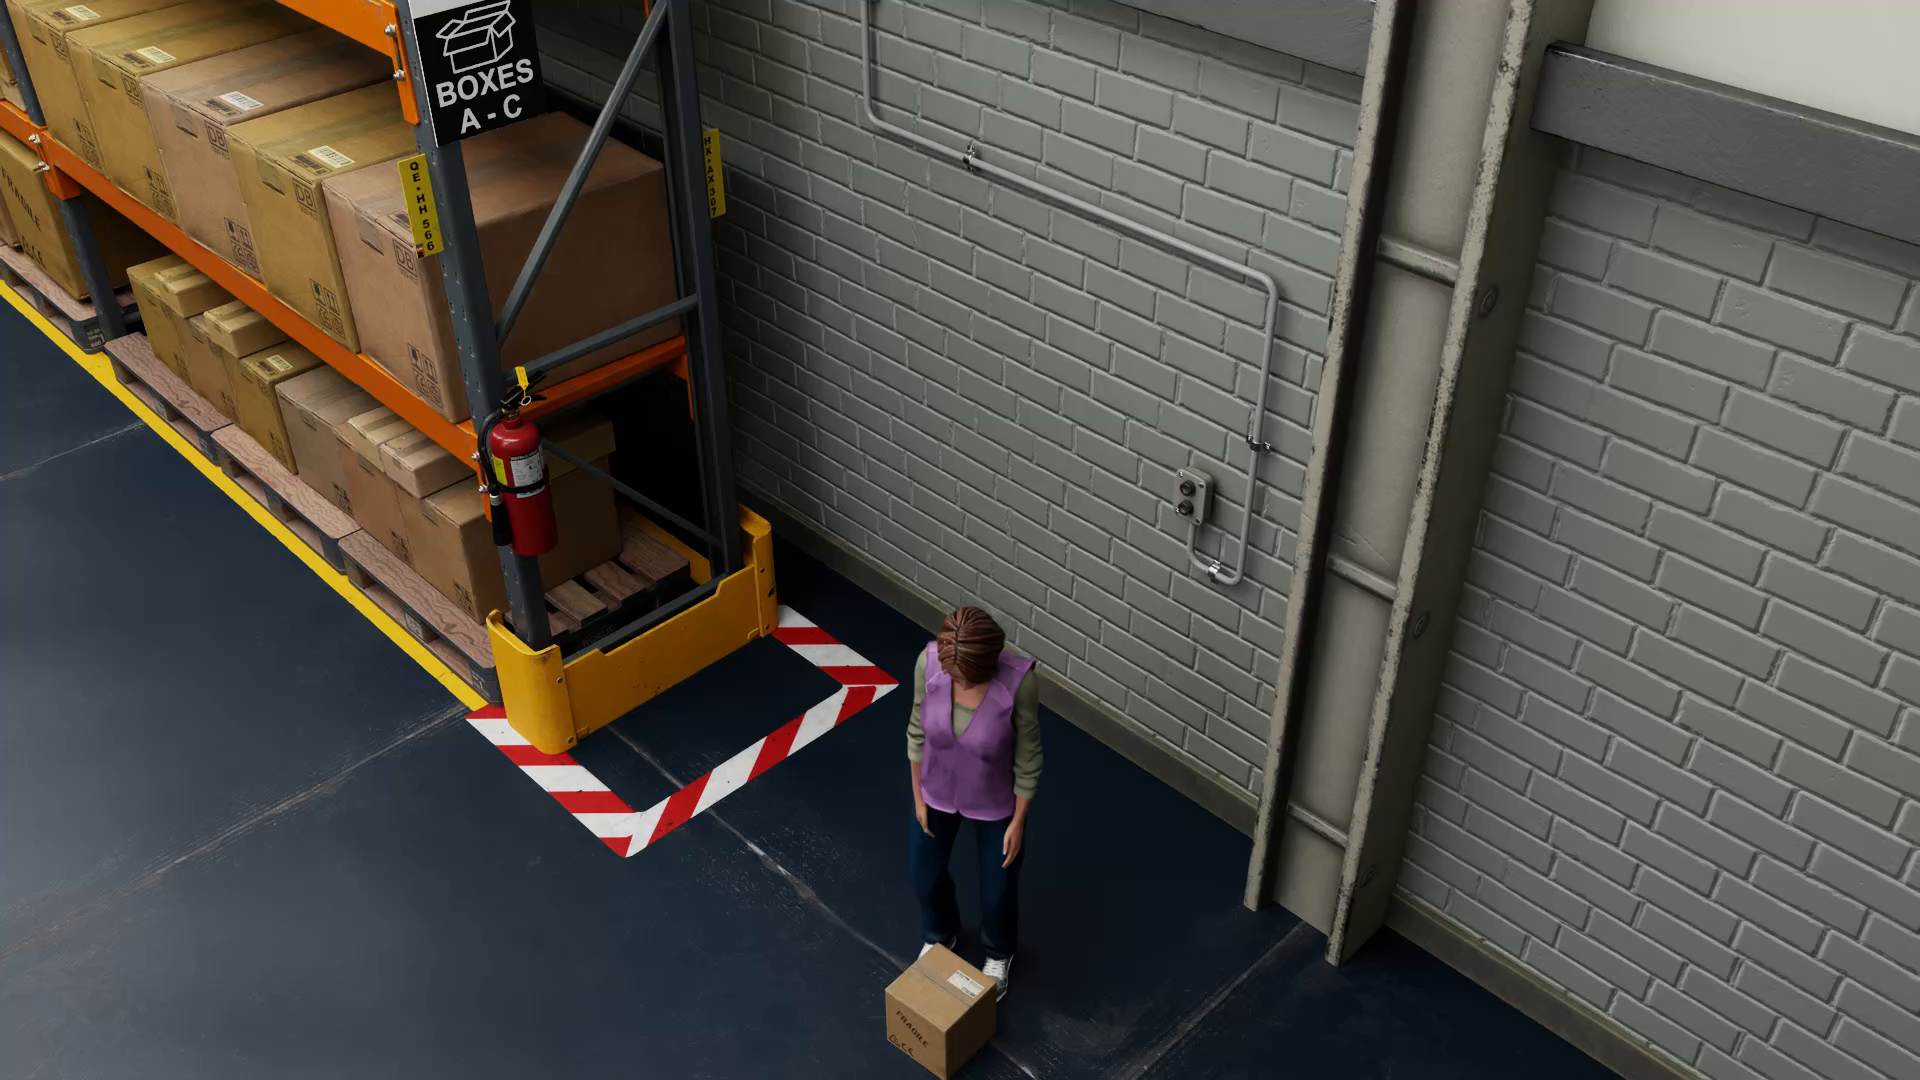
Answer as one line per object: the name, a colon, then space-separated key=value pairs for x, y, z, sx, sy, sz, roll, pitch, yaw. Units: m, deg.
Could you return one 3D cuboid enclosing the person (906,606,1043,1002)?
person: x=0.047 y=0.816 z=5.096 sx=0.423 sy=1.532 sz=0.367 roll=11 pitch=37 yaw=15
